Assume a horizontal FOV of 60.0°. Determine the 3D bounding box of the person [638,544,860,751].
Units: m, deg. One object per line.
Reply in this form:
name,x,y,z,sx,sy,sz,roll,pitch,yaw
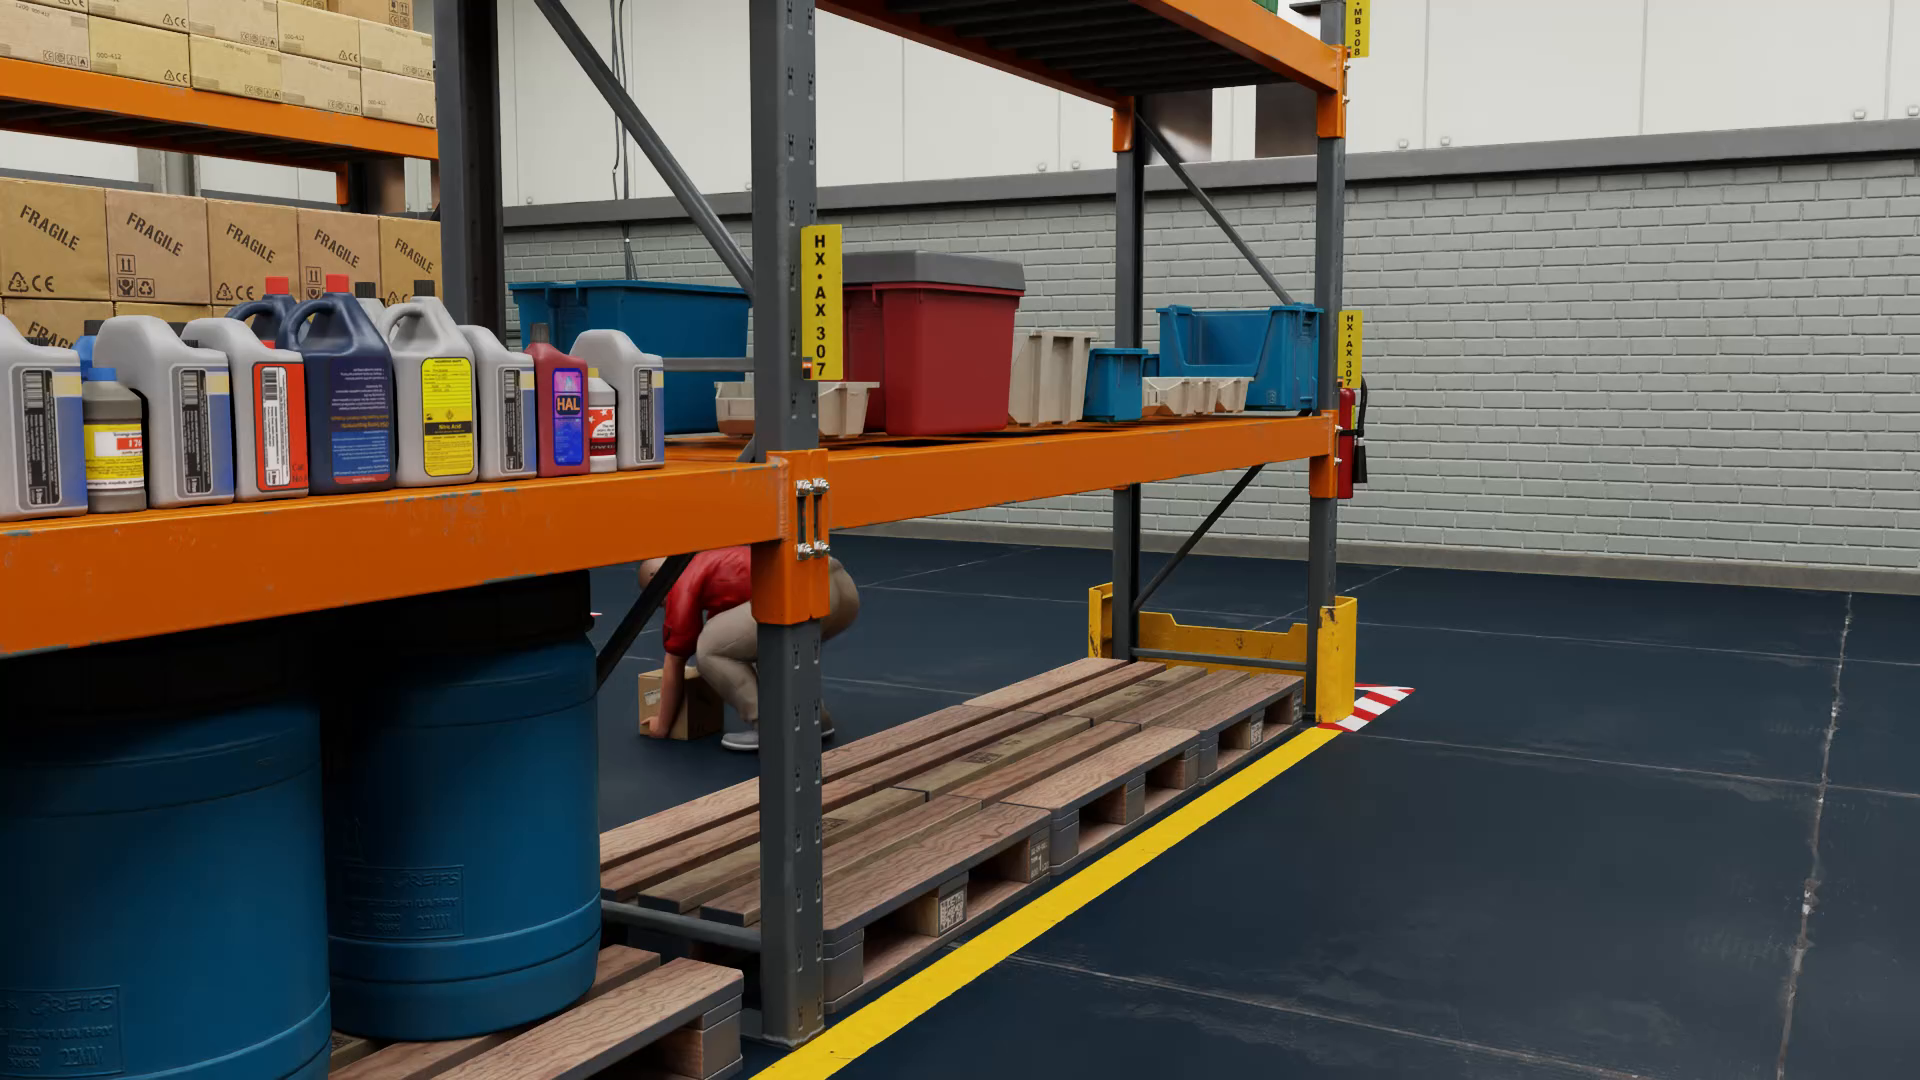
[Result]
person,-0.879,0.422,6.719,0.955,0.826,0.537,3,7,27
